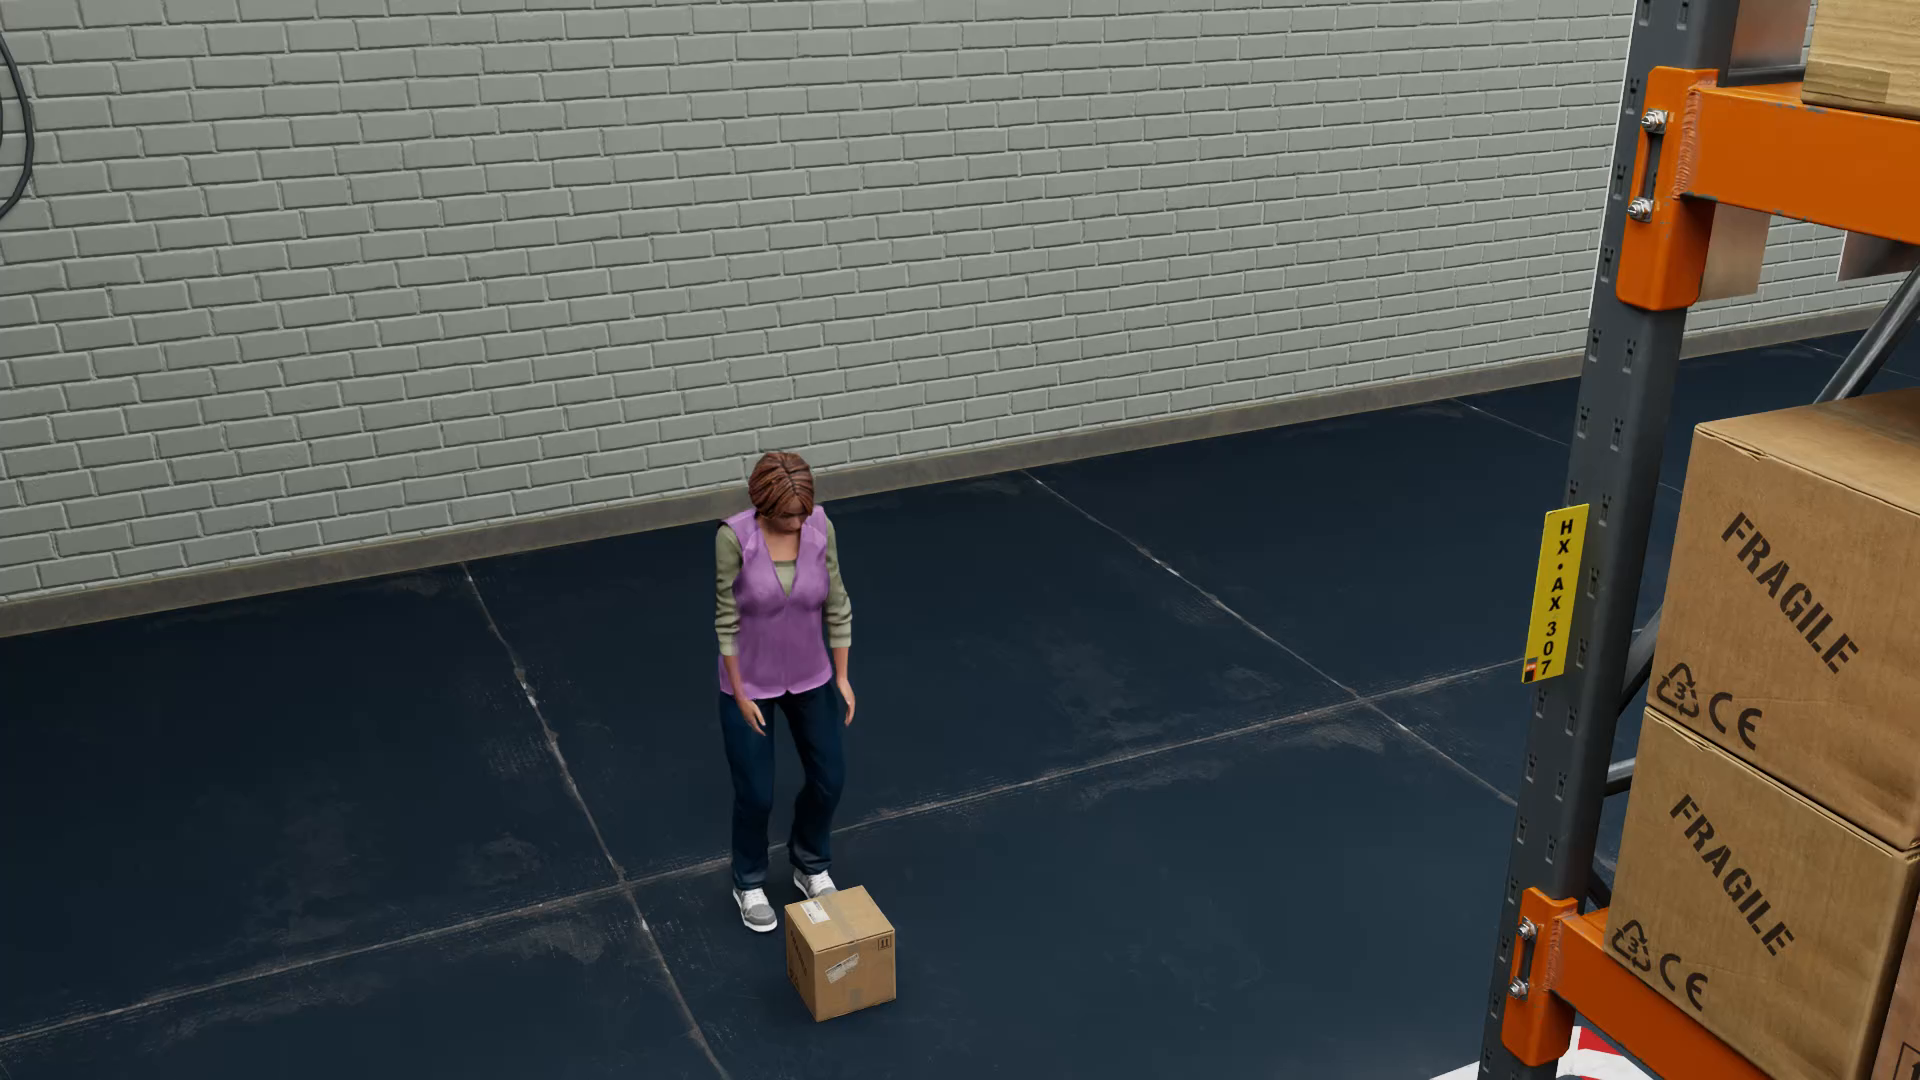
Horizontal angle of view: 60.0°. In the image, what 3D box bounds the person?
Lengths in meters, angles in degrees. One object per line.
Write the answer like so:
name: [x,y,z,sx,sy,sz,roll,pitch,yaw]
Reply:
person: [-0.530,0.458,5.074,0.423,1.550,0.368,-10,24,-22]
